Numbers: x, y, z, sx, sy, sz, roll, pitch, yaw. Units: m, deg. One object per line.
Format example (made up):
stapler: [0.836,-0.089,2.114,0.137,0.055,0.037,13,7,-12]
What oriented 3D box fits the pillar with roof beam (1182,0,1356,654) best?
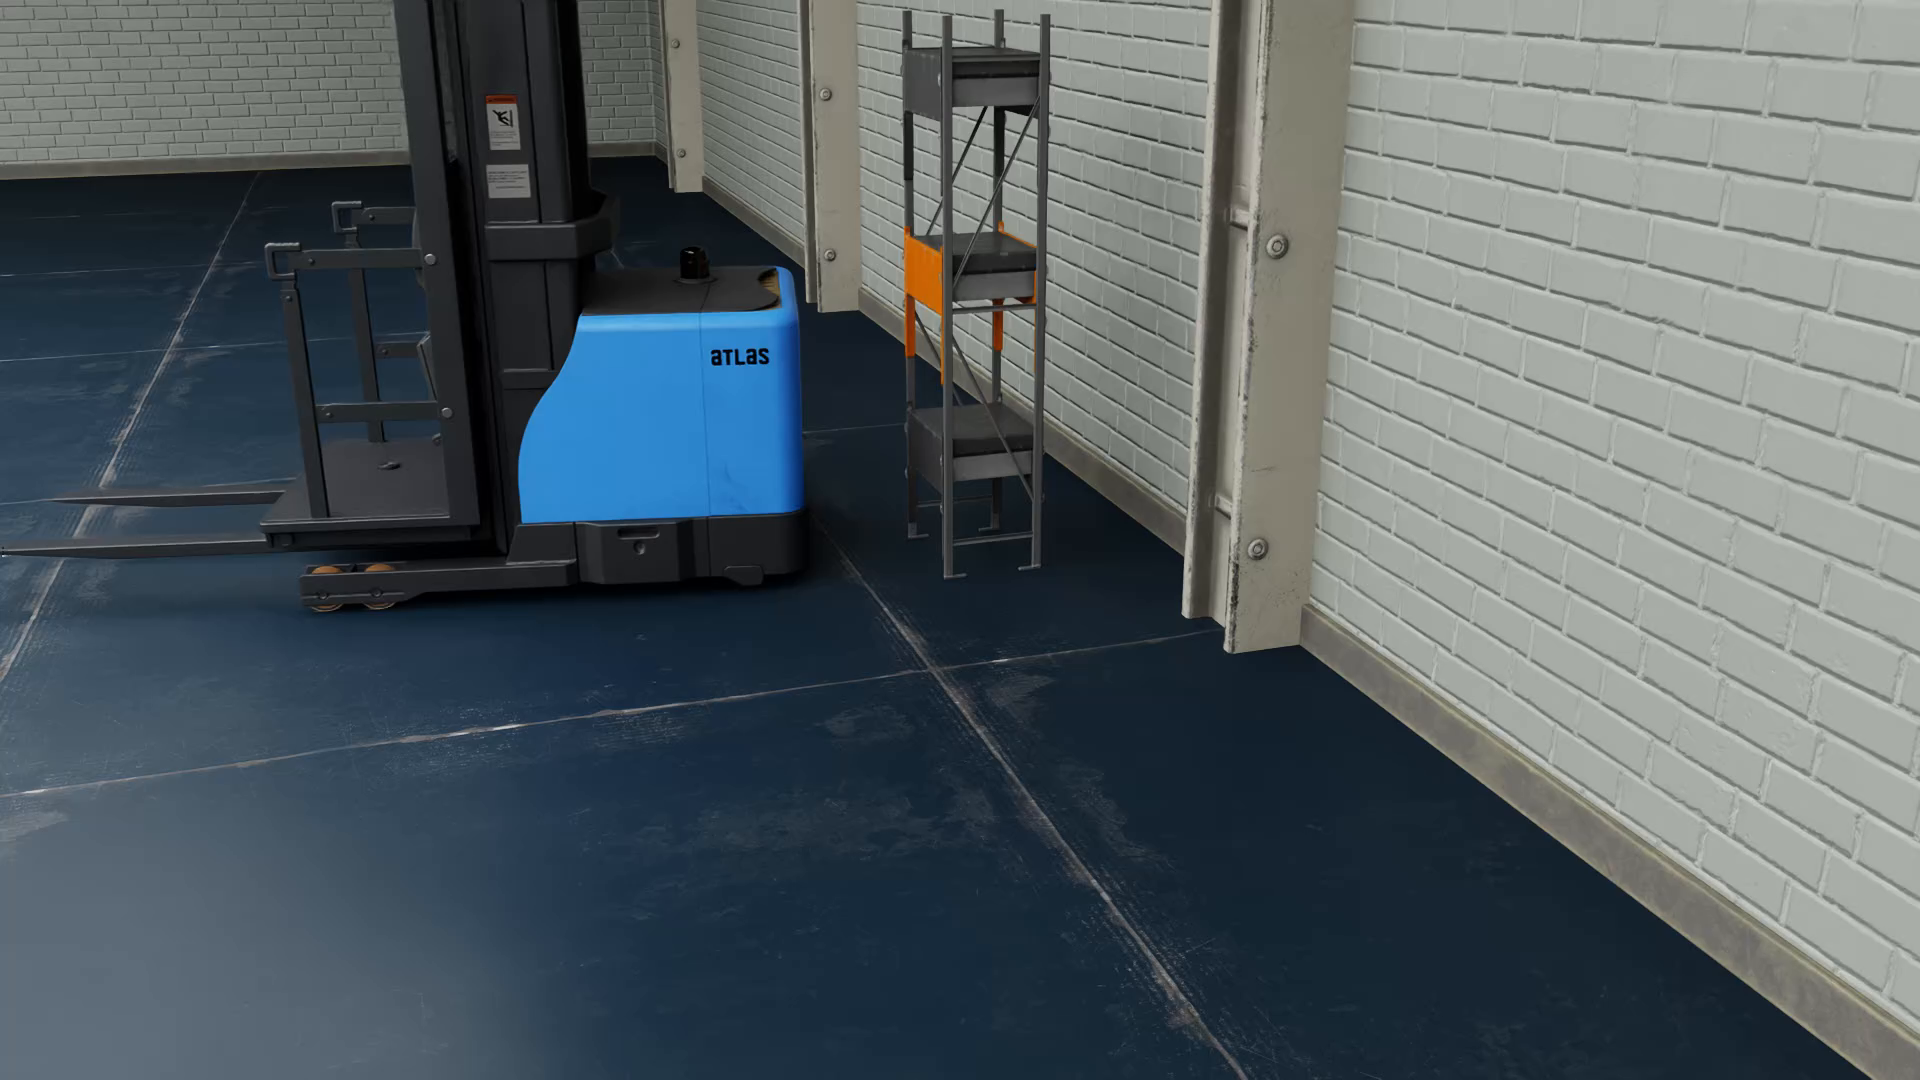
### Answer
pillar with roof beam: [-3.059,-3.460,3.236,9.100,9.000,0.400,-6,21,-17]

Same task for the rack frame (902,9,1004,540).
rack frame: [-0.025,-1.013,6.632,0.400,2.100,0.015,-6,21,-17]

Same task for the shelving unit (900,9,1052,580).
shelving unit: [0.052,-0.935,6.414,0.431,2.100,0.503,-6,21,-17]

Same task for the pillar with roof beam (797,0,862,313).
pillar with roof beam: [-4.945,-5.385,8.597,9.100,9.000,0.400,-6,21,-17]

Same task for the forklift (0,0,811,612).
forklift: [-2.135,-1.301,6.203,3.031,2.935,1.130,-2,20,-6]

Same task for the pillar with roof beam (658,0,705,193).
pillar with roof beam: [-6.831,-7.311,13.958,9.100,9.000,0.400,-6,21,-17]

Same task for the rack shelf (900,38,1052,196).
rack shelf: [0.052,-1.581,6.182,0.431,0.518,0.480,-6,21,-17]

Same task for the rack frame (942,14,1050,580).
rack frame: [0.129,-0.857,6.196,0.400,2.100,0.015,-6,21,-17]

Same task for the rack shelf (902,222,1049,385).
rack shelf: [0.052,-0.922,6.418,0.431,0.518,0.480,-6,21,-17]

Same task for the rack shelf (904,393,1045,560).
rack shelf: [0.052,-0.263,6.655,0.431,0.518,0.480,-6,21,-17]
